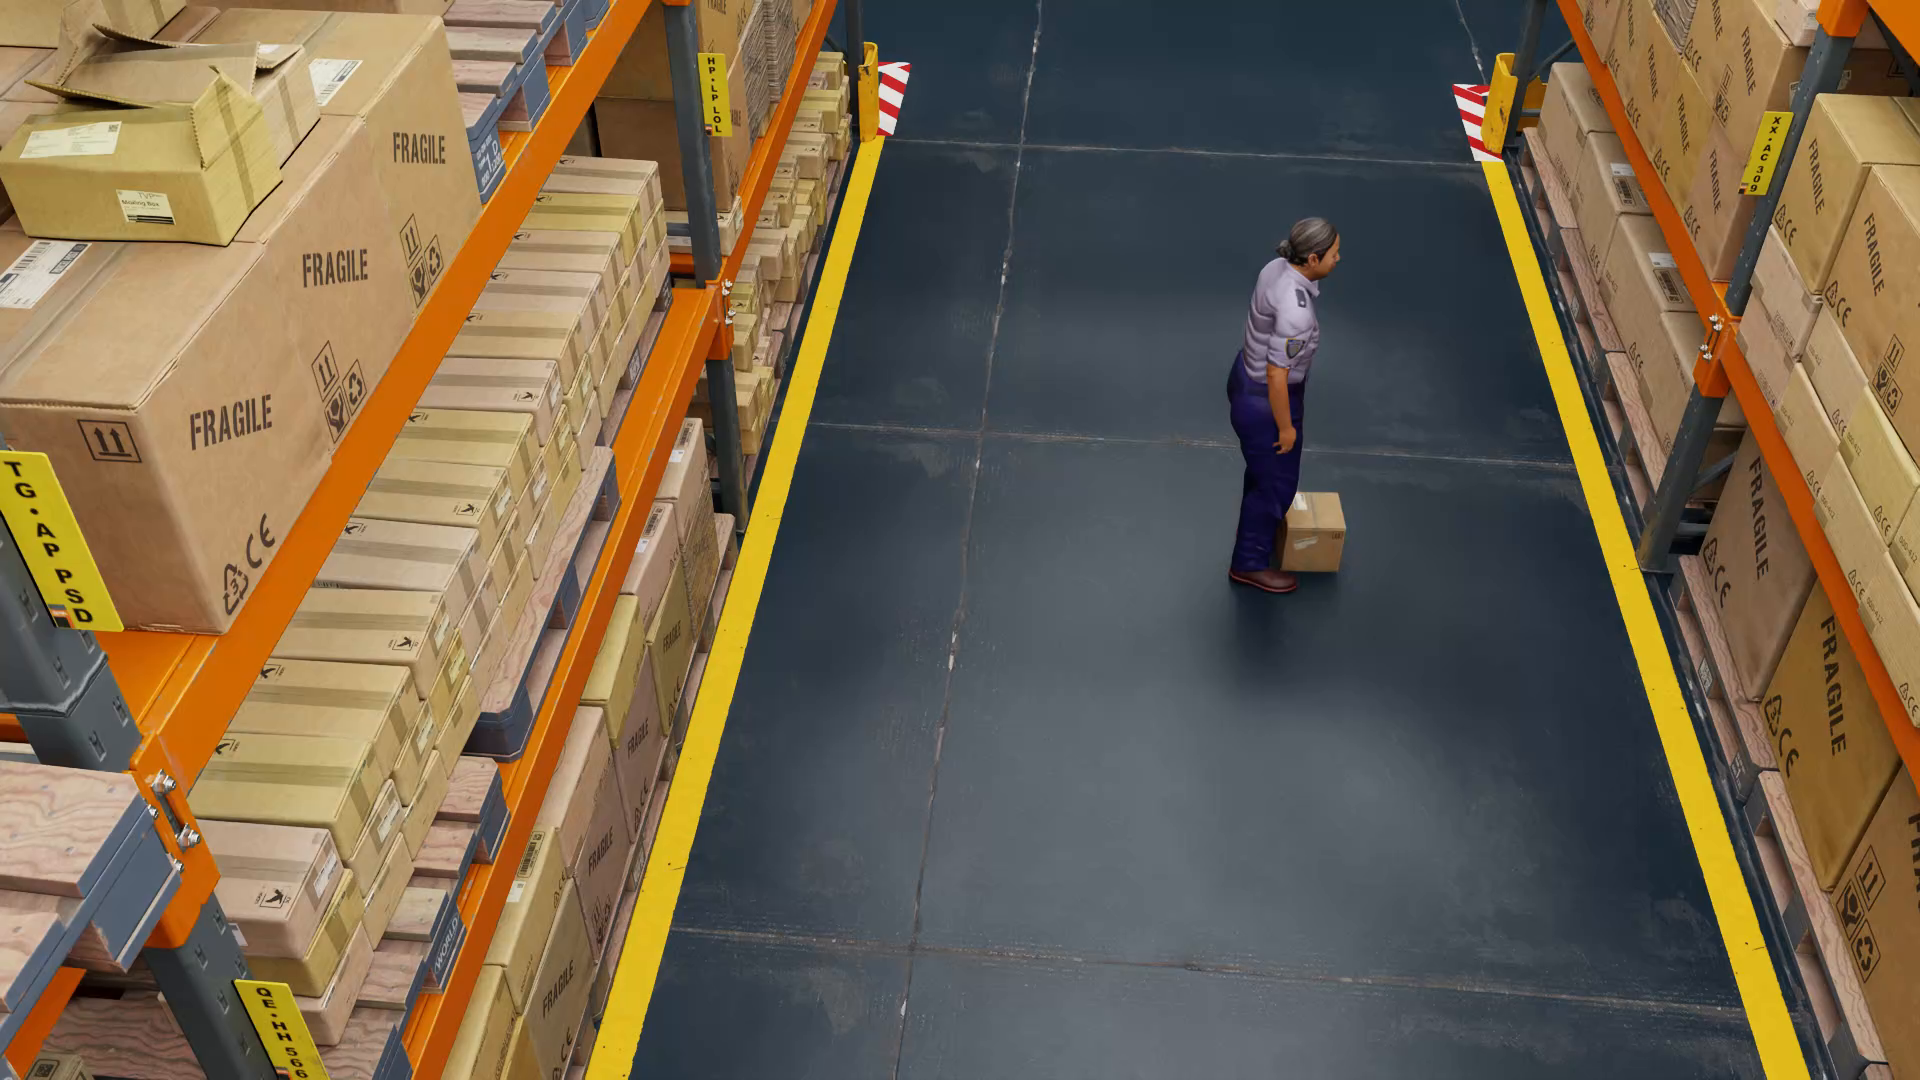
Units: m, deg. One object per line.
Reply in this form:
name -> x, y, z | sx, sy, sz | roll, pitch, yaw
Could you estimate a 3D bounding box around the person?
person -> 1.319, -0.529, 6.874 | 0.425, 1.537, 0.551 | 1, 40, 2
